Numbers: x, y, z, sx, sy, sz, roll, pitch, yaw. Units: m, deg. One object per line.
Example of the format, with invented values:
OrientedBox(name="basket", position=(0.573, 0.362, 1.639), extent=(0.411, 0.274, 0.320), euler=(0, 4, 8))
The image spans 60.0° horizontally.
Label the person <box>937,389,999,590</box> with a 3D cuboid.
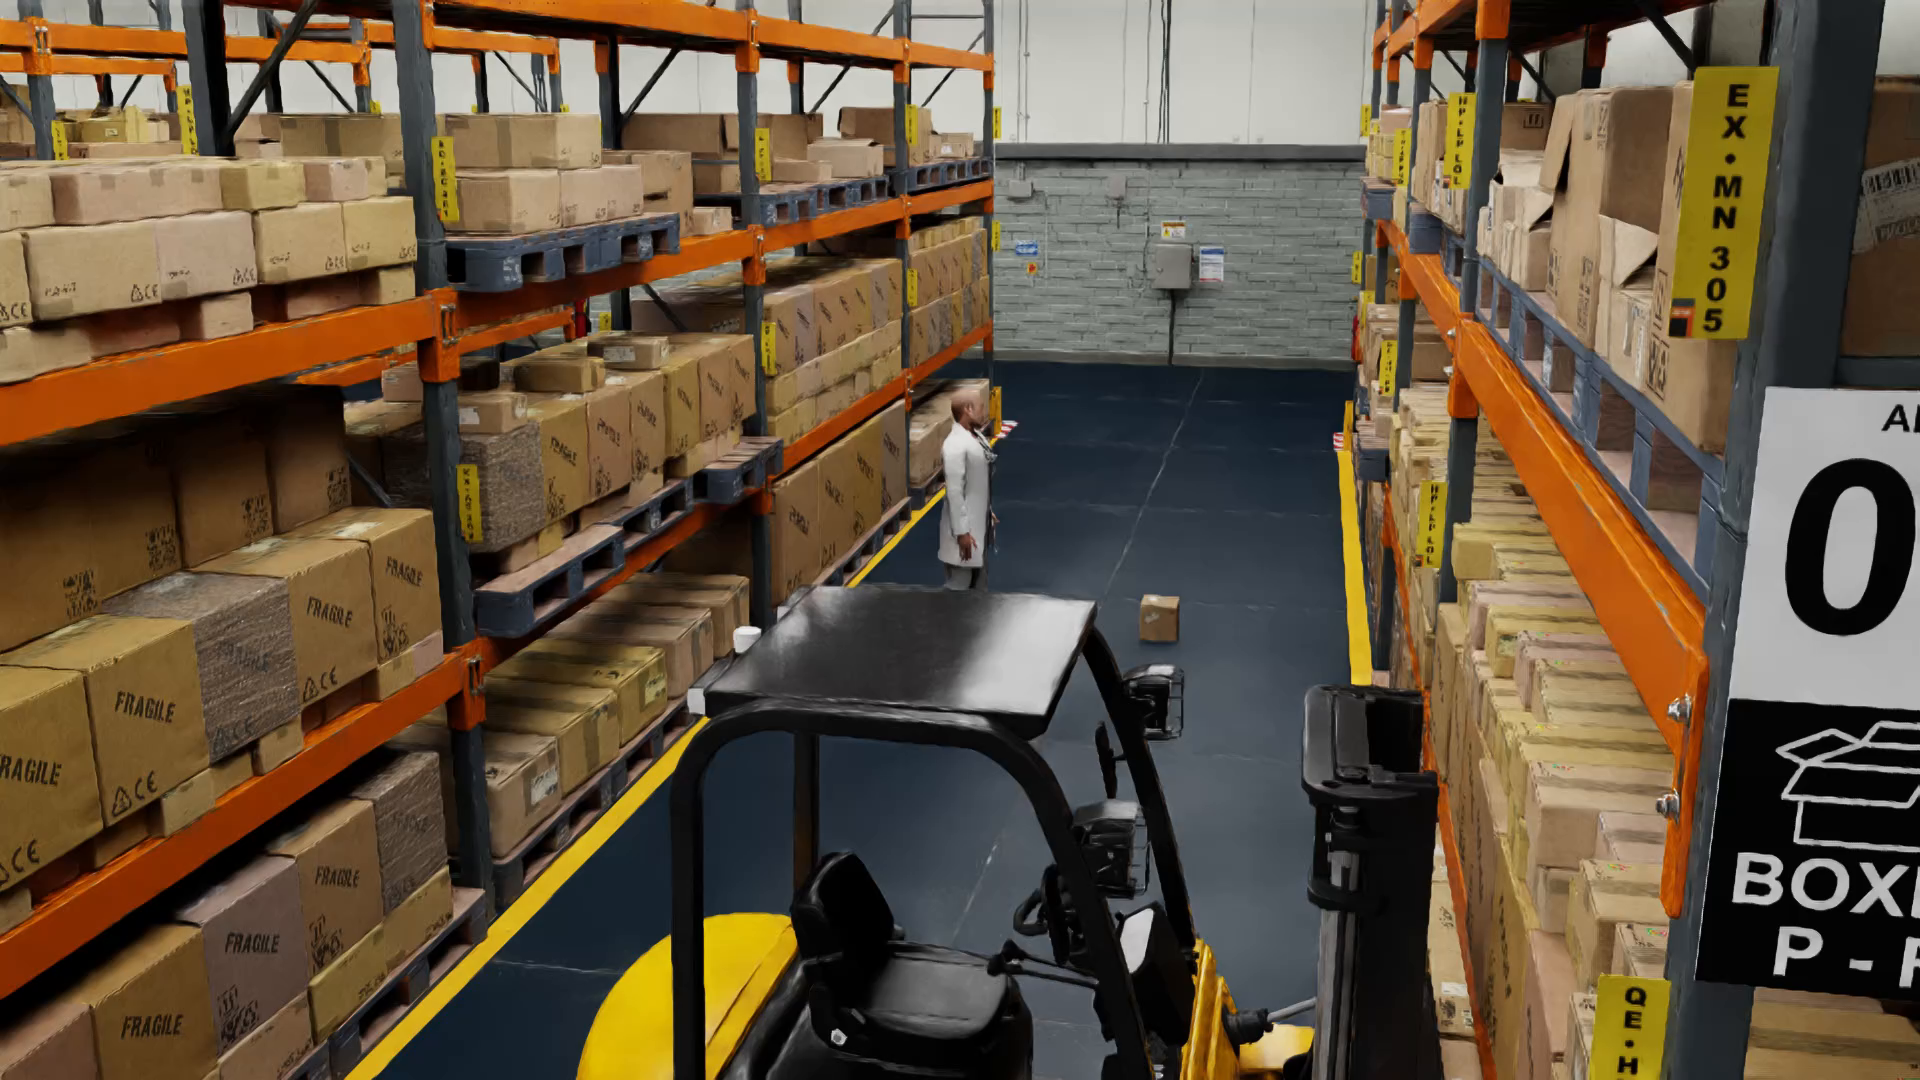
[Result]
OrientedBox(name="person", position=(0.084, -0.043, 10.803), extent=(0.460, 1.676, 0.681), euler=(4, 15, 15))
